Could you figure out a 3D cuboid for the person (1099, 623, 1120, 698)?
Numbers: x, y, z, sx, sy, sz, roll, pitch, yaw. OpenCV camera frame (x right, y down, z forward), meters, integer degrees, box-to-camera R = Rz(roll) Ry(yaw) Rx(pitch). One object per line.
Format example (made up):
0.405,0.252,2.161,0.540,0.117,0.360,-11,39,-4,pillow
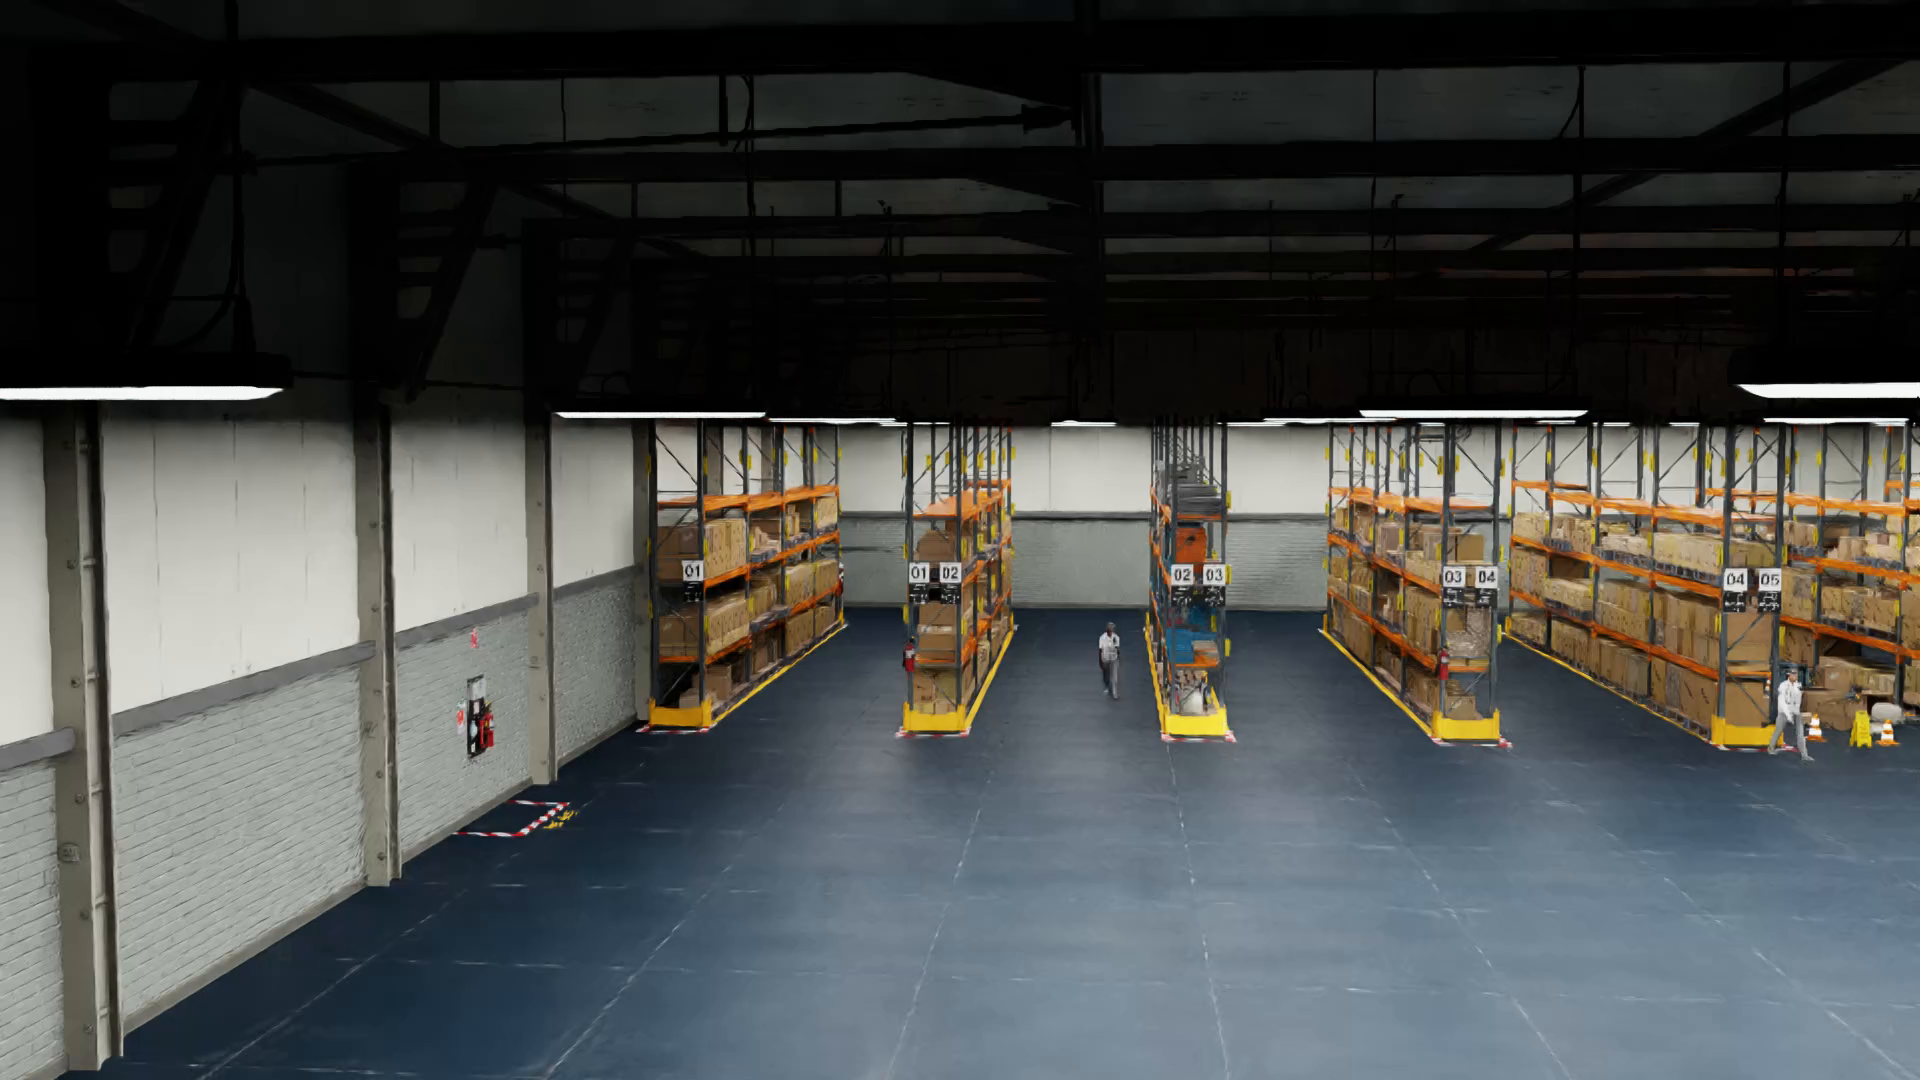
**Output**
3.182,2.523,35.390,0.456,1.575,1.088,0,4,7,person

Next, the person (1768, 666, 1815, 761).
14.311,2.964,28.671,0.482,1.622,0.994,0,4,-4,person

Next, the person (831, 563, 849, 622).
-3.602,1.547,48.984,0.514,1.765,0.589,3,5,40,person
